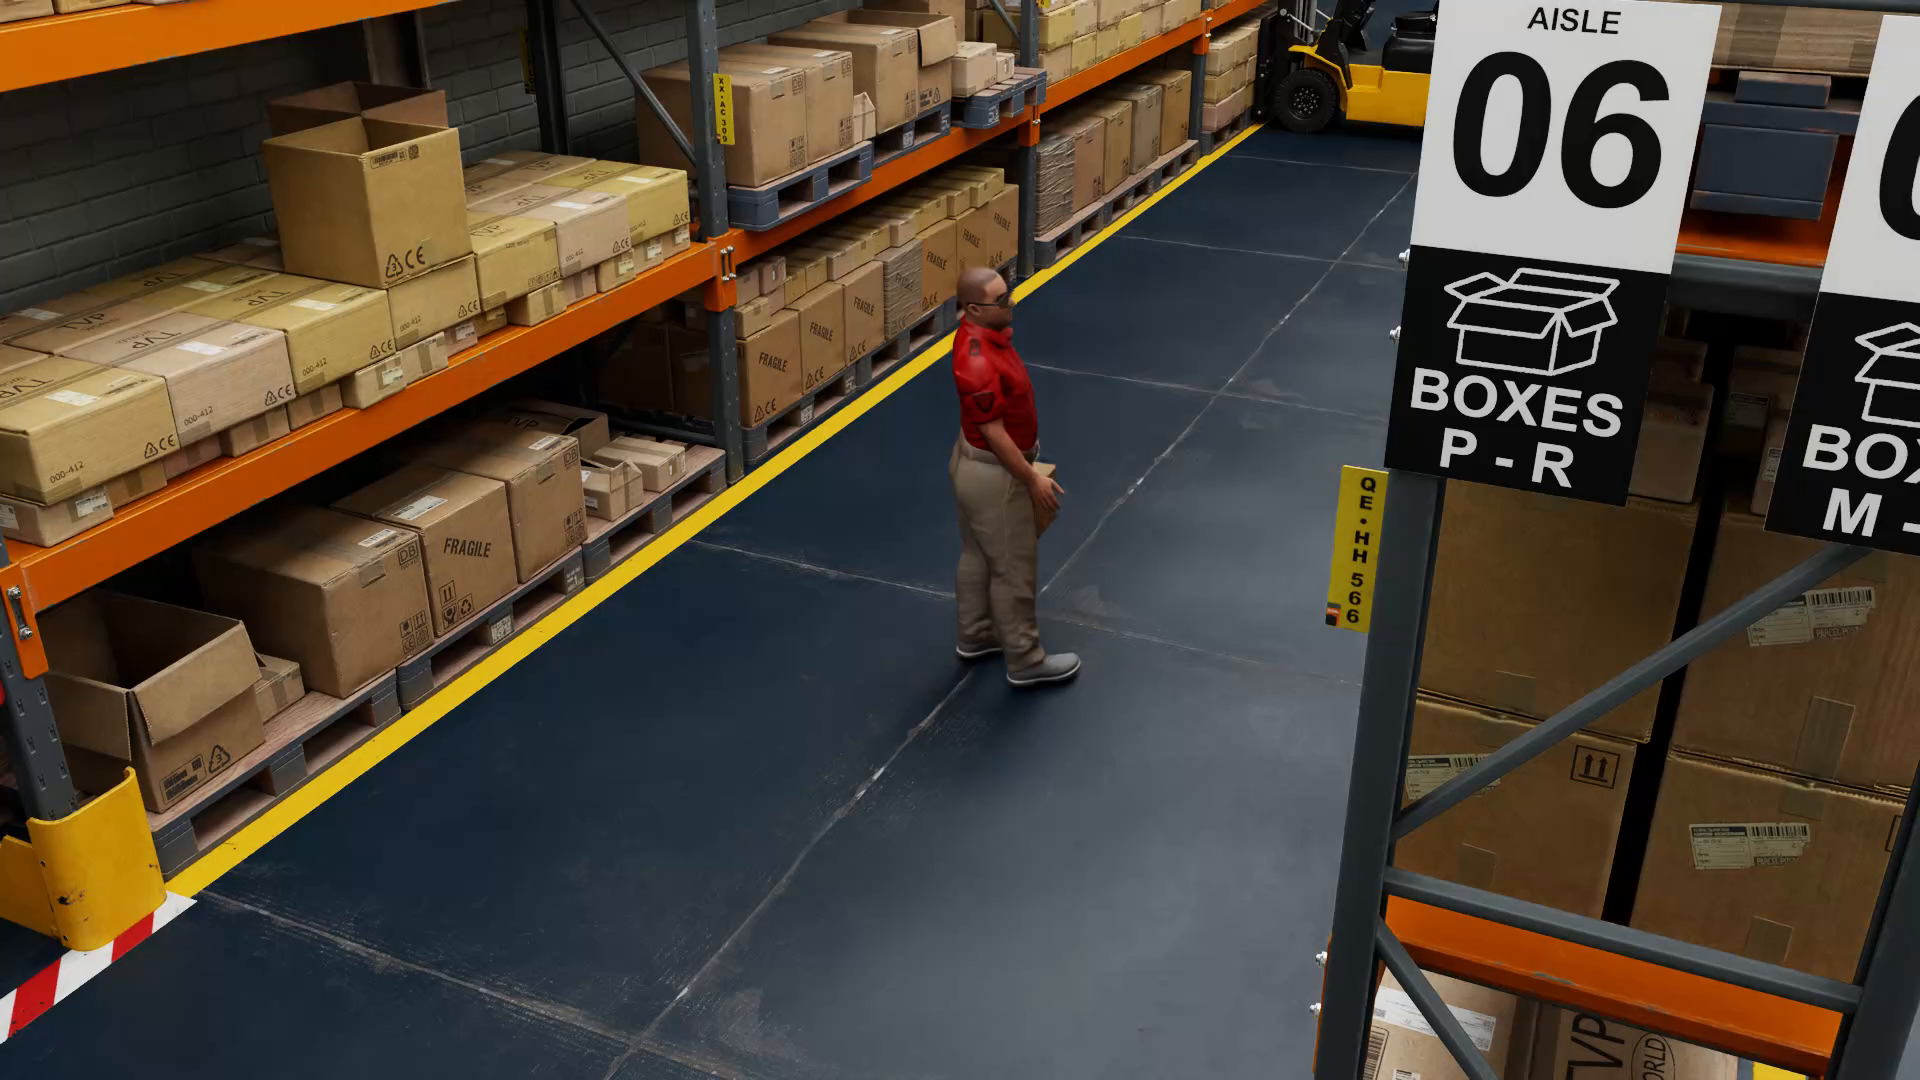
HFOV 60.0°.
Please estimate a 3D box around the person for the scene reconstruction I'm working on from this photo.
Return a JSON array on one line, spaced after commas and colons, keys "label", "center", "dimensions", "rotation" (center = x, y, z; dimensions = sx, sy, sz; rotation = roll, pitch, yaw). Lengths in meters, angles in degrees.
[{"label": "person", "center": [0.169, -0.590, 6.468], "dimensions": [0.428, 0.997, 0.532], "rotation": [-3, 26, -6]}]
